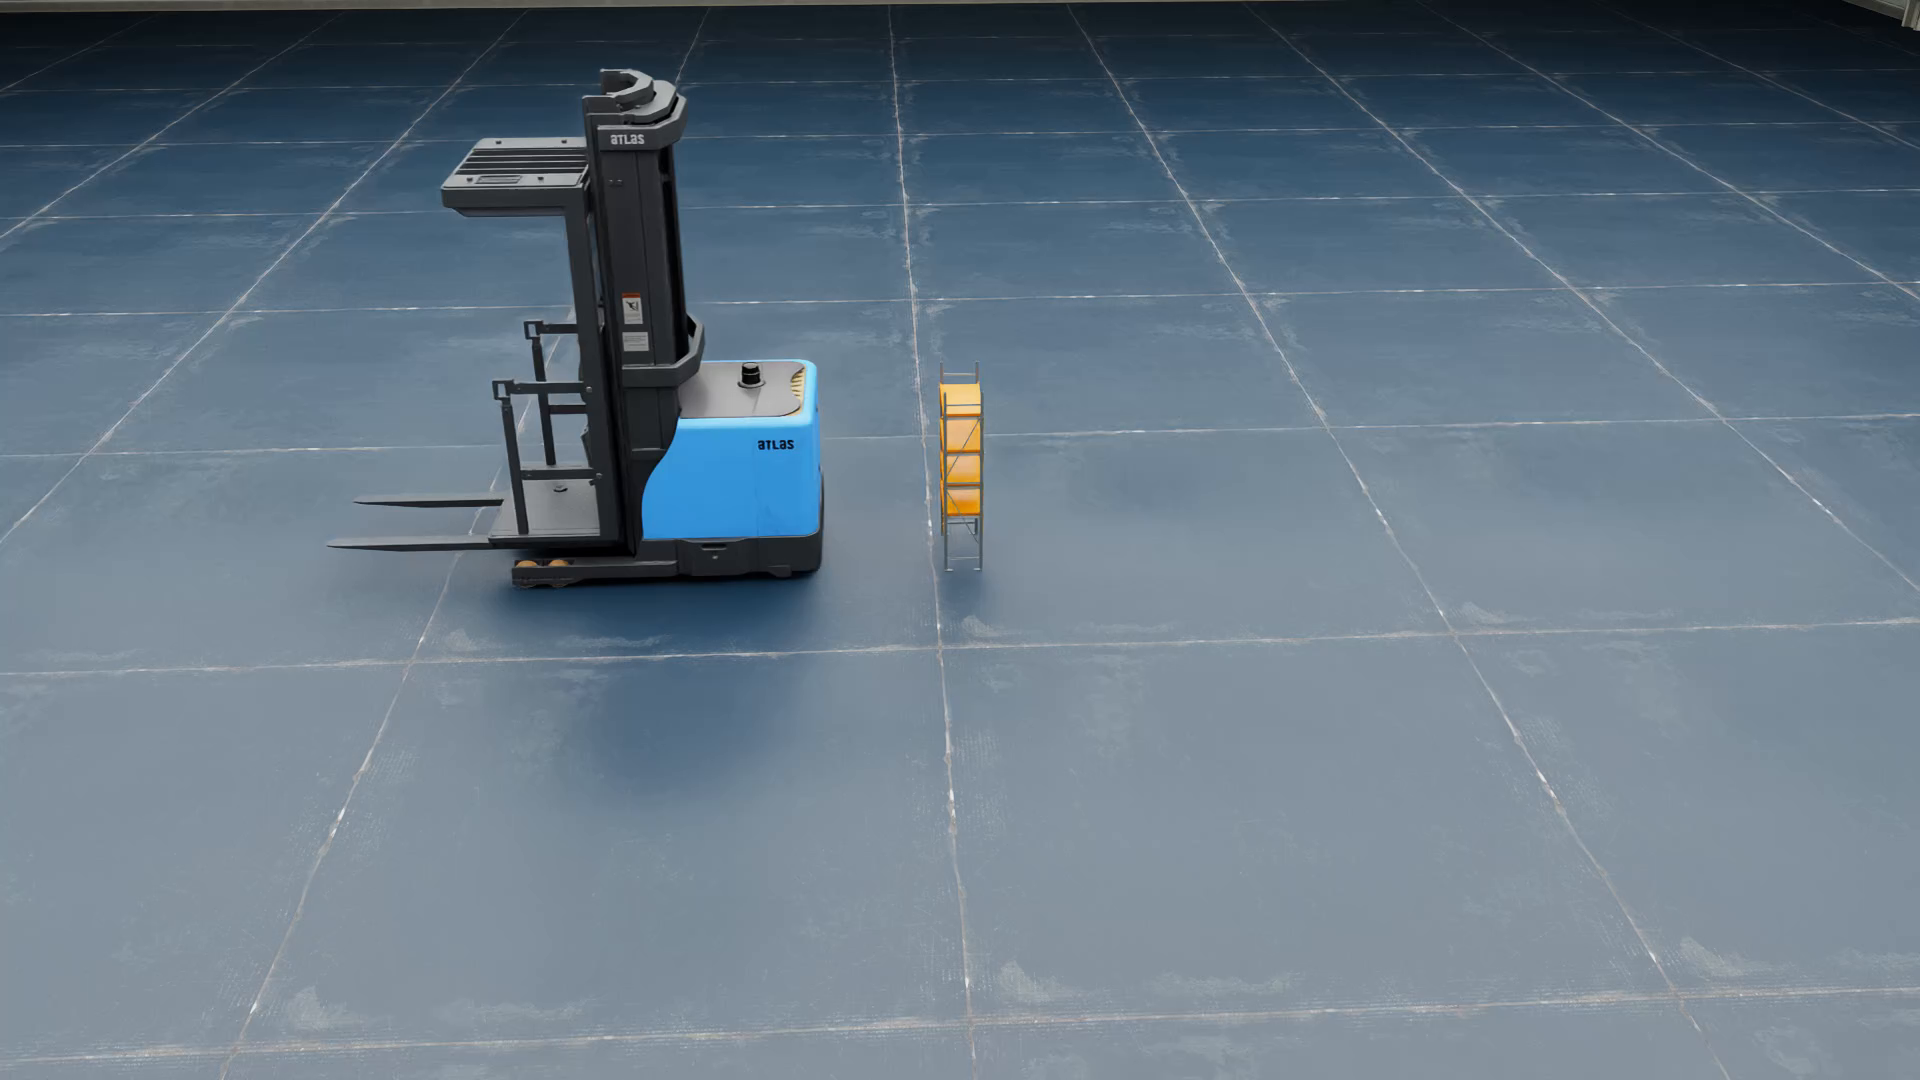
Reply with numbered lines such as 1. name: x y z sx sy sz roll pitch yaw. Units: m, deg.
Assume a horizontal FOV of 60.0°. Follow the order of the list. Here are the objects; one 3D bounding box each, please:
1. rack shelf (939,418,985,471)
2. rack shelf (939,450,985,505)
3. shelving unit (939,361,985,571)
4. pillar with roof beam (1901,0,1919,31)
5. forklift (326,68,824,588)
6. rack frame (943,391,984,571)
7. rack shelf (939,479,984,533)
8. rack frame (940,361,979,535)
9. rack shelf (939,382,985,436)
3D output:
1. rack shelf: 0.009 -0.594 10.254 0.258 0.148 0.480 -1 28 -3
2. rack shelf: 0.009 -0.396 10.357 0.258 0.148 0.480 -1 28 -3
3. shelving unit: 0.009 -0.456 10.326 0.258 1.200 0.503 -1 28 -3
4. pillar with roof beam: 10.811 -11.966 23.962 9.100 9.000 0.400 -1 28 -3
5. forklift: -2.395 -1.256 9.989 3.031 2.935 1.130 -1 28 -2
6. rack frame: 0.021 -0.343 10.110 0.240 1.200 0.015 -1 28 -3
7. rack shelf: 0.009 -0.220 10.449 0.258 0.148 0.480 -1 28 -3
8. rack frame: -0.004 -0.568 10.542 0.240 1.200 0.015 -1 28 -3
9. rack shelf: 0.009 -0.804 10.144 0.258 0.148 0.480 -1 28 -3
